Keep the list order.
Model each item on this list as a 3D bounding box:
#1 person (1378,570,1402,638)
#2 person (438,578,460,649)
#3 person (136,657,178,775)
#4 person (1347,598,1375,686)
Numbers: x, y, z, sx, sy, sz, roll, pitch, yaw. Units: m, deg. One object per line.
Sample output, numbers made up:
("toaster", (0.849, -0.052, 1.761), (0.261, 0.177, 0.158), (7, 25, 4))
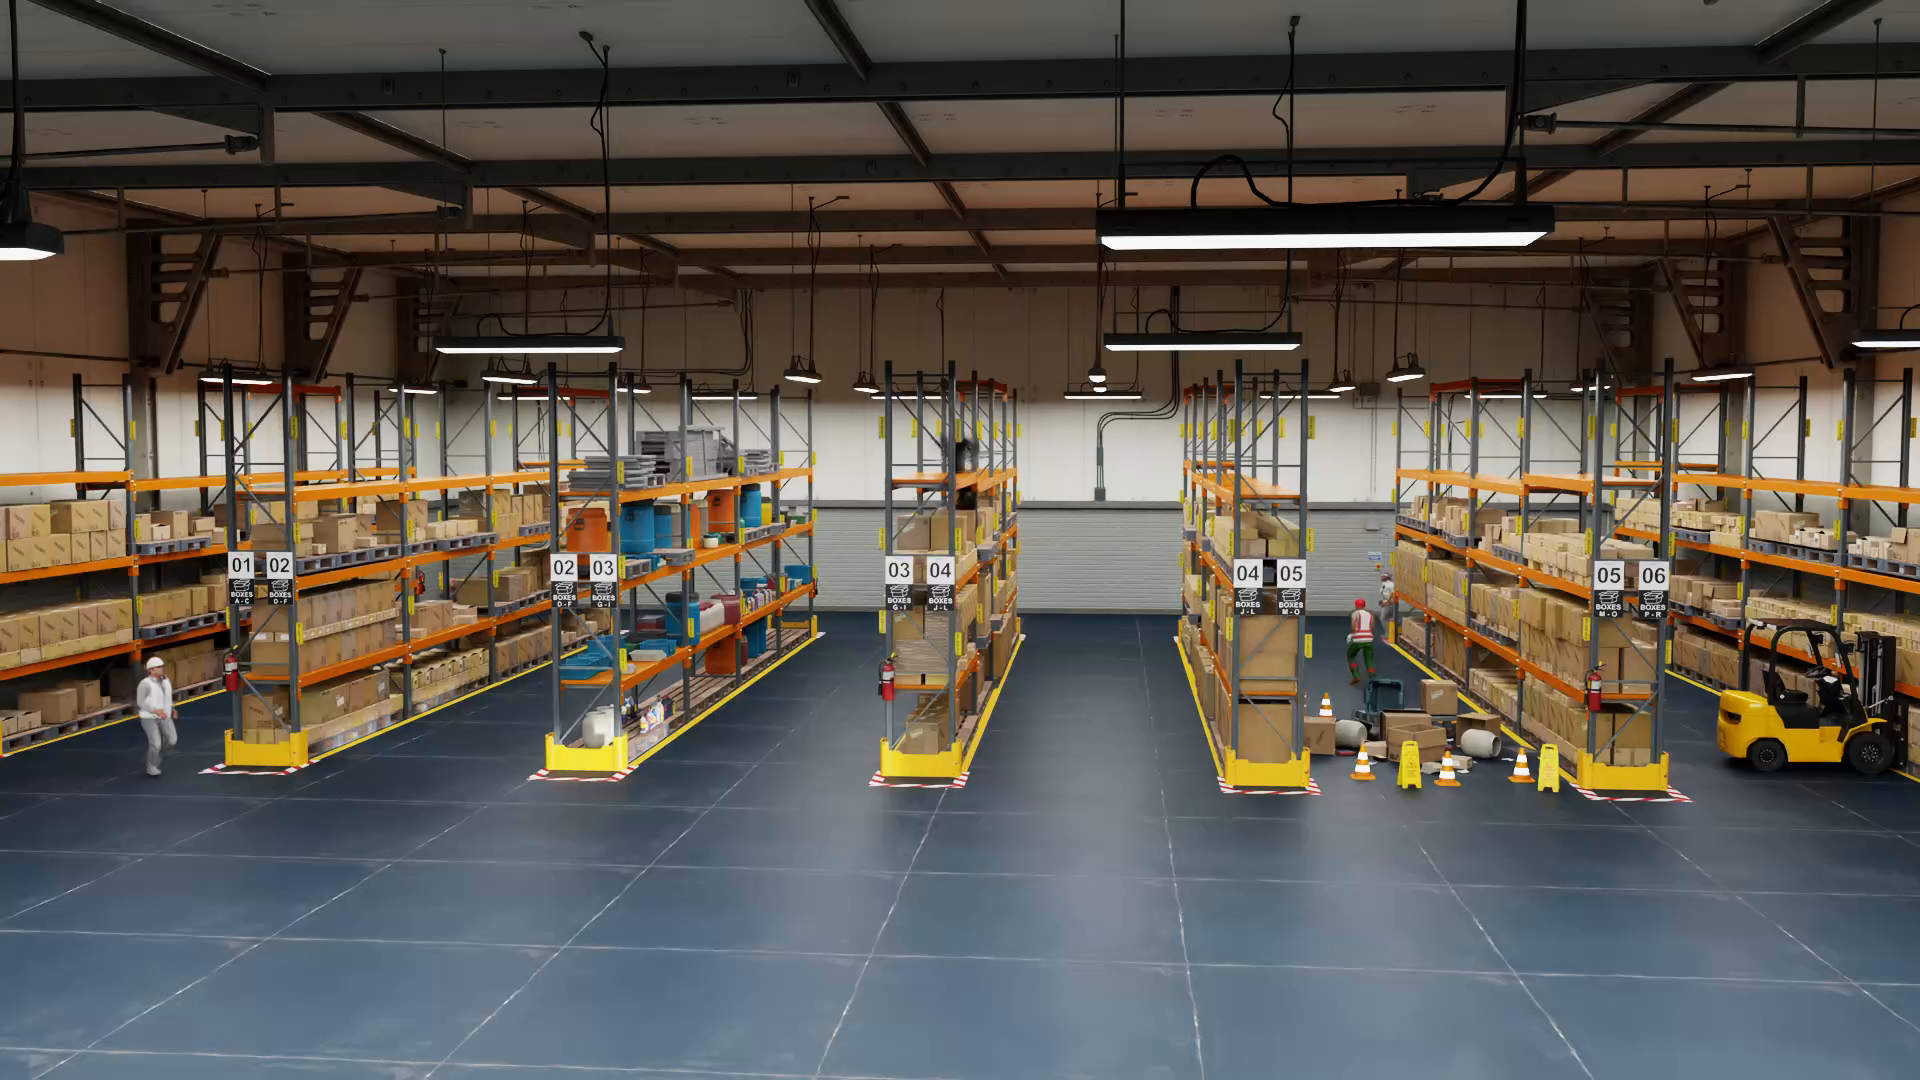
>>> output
("person", (10.443, 1.547, 40.254), (0.587, 1.634, 0.559), (0, 4, 6))
("person", (-11.352, 1.713, 37.050), (0.644, 1.746, 0.725), (0, 4, -2))
("person", (-11.640, 2.555, 24.152), (0.616, 1.719, 0.642), (2, 4, 26))
("person", (7.846, 2.005, 32.540), (0.682, 1.714, 0.962), (-1, 4, -11))
